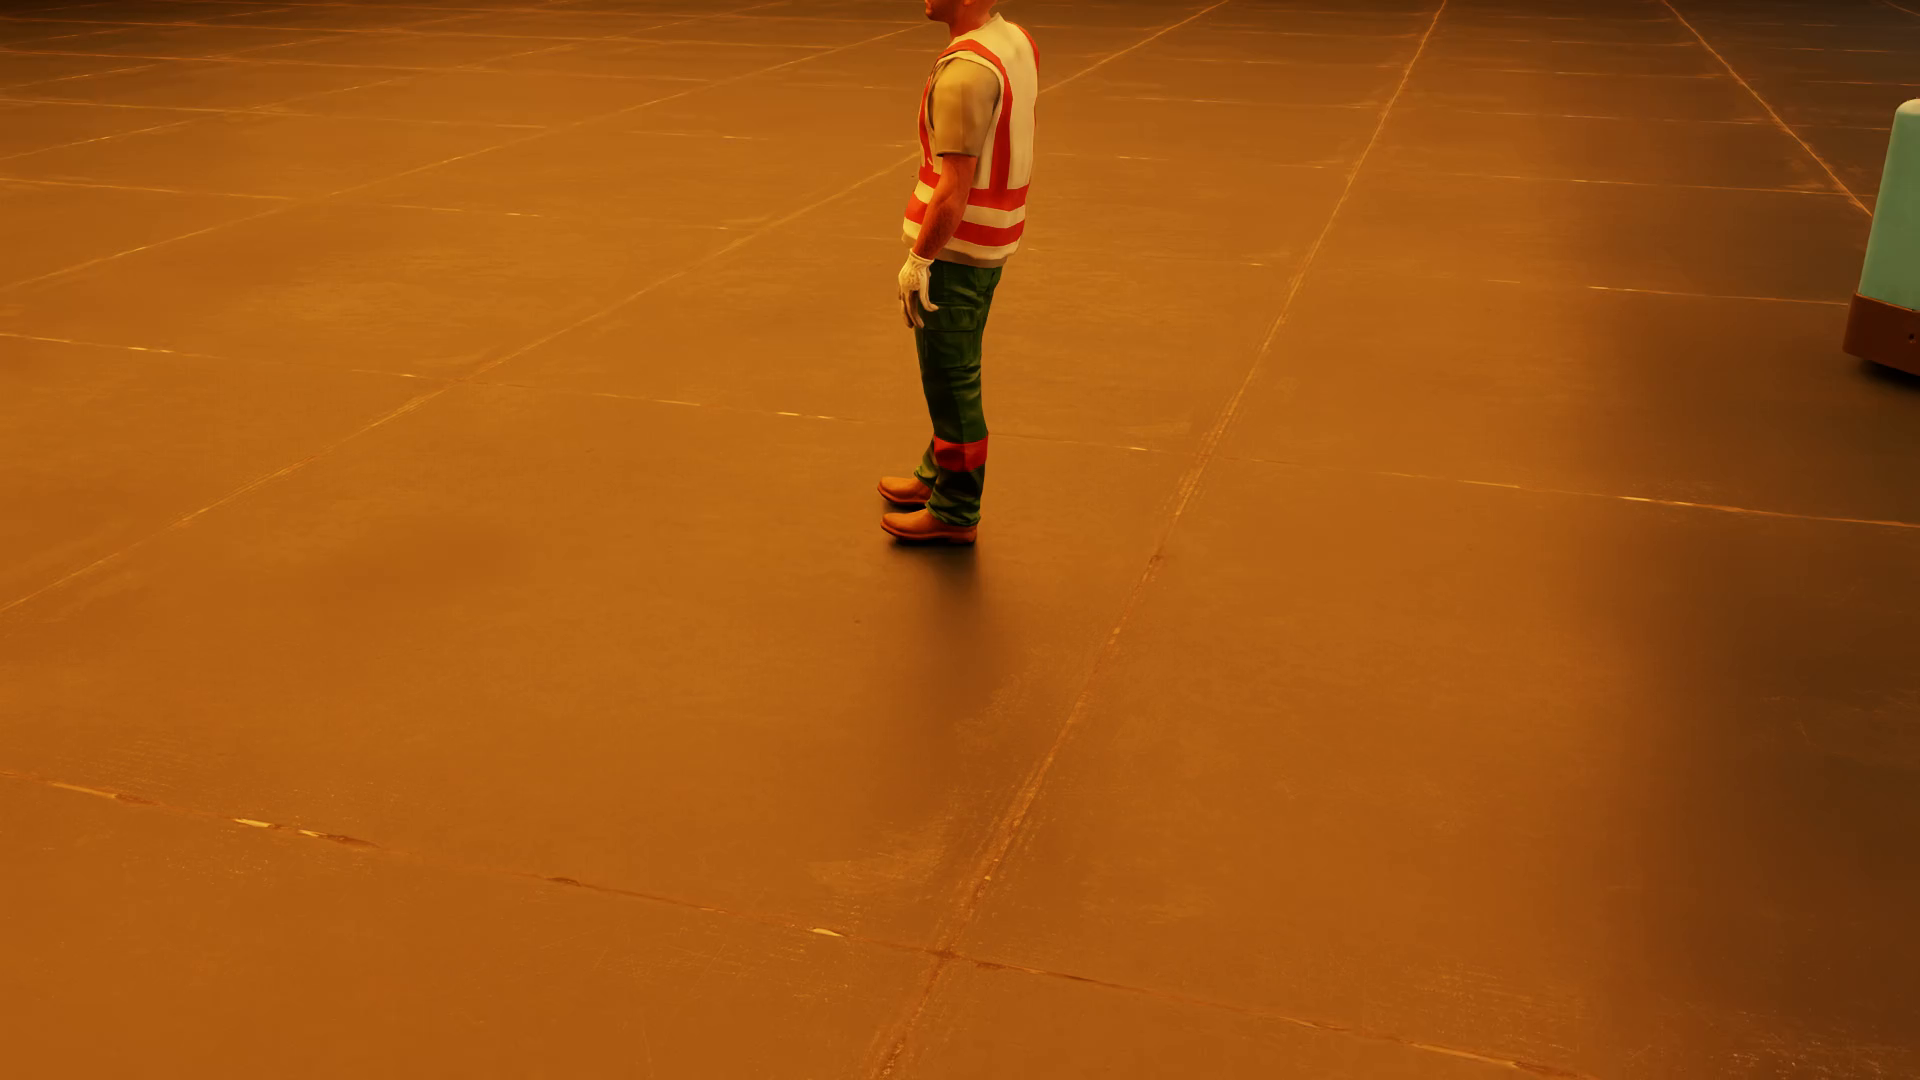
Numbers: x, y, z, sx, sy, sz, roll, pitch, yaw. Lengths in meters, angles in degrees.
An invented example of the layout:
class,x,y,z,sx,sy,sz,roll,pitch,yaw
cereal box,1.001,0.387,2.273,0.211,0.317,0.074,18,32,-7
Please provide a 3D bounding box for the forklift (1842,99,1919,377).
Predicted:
class,x,y,z,sx,sy,sz,roll,pitch,yaw
forklift,5.187,-2.087,6.335,3.031,2.935,1.130,-8,24,-18

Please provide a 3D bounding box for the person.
class,x,y,z,sx,sy,sz,roll,pitch,yaw
person,-0.073,-0.847,4.809,0.564,1.787,0.637,7,23,16
